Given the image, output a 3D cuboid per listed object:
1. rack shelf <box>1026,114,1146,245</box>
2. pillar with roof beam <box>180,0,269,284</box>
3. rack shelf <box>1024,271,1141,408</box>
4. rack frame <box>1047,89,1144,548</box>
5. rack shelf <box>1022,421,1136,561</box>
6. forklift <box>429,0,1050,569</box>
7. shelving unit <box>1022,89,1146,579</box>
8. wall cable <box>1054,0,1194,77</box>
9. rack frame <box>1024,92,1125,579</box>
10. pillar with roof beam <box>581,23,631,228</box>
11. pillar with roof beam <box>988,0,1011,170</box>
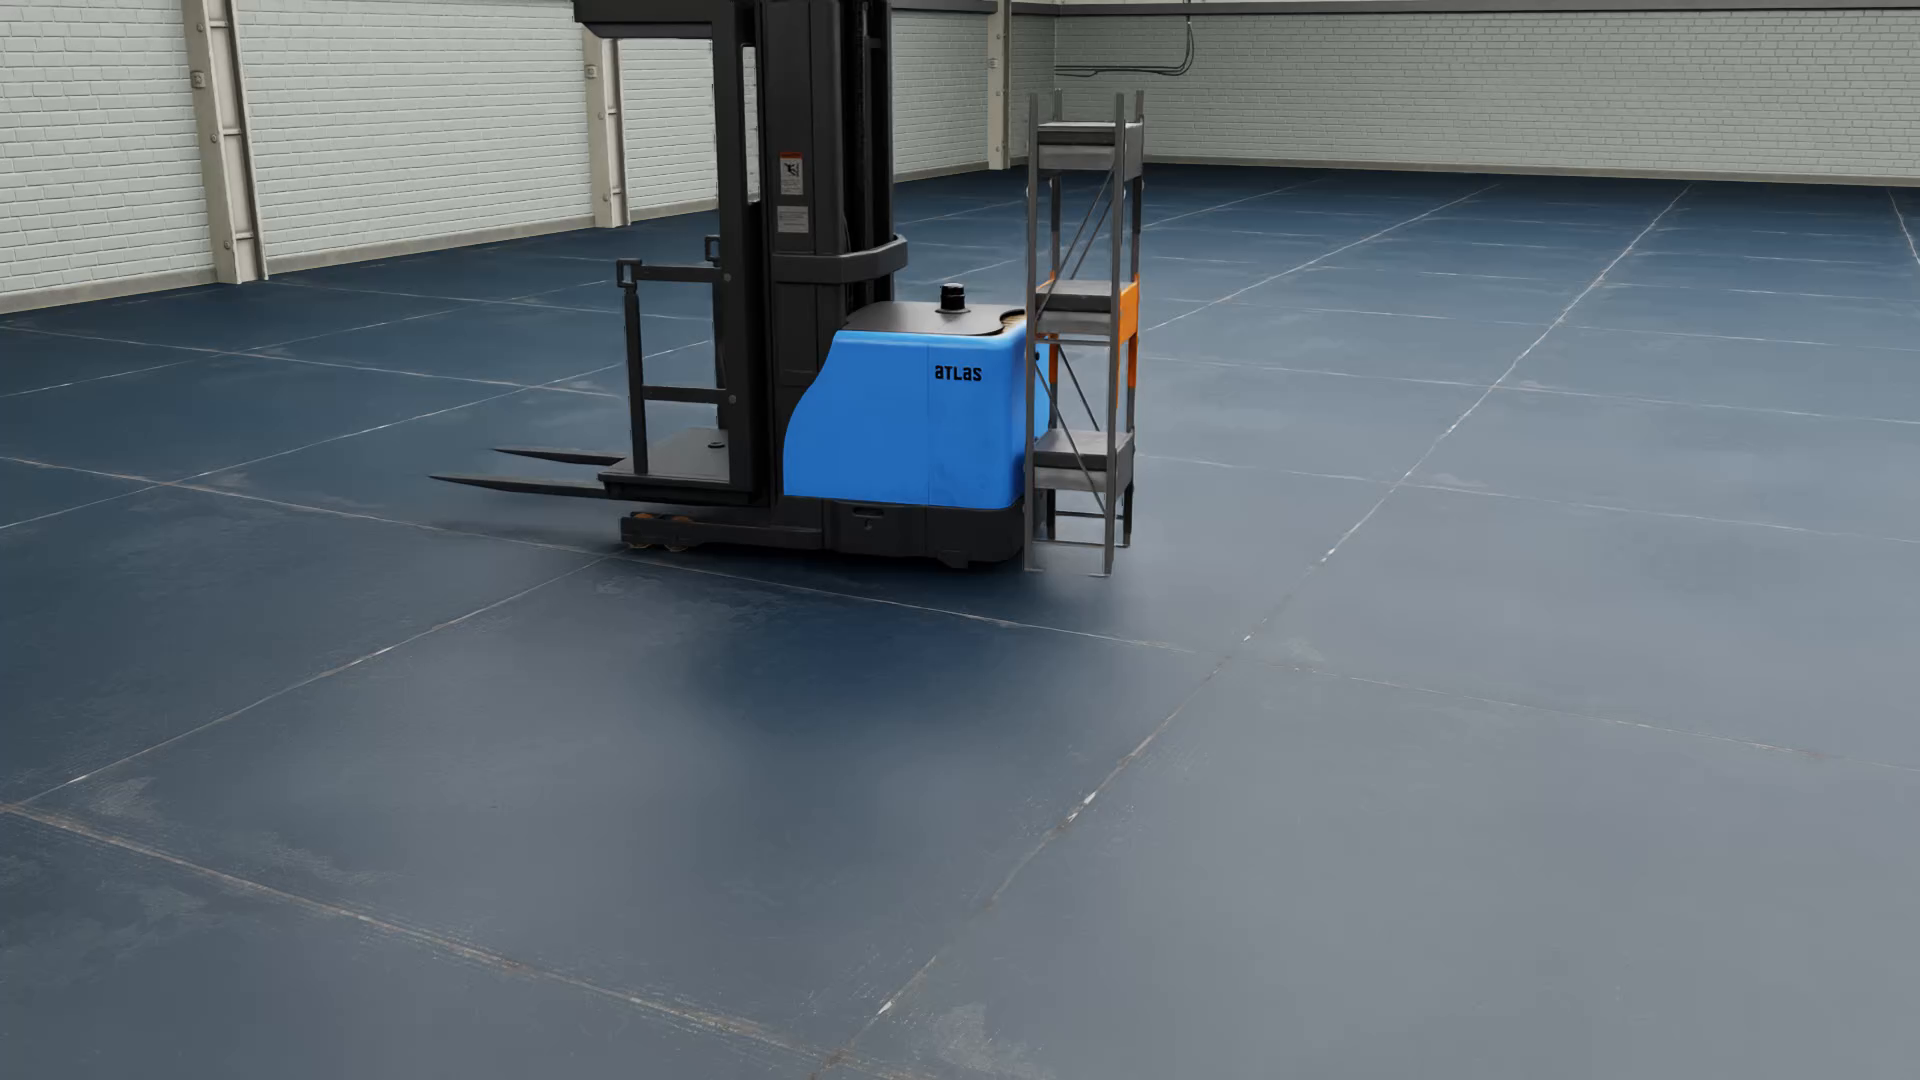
[{"bbox_3d":[0.550,-1.575,7.229,0.431,0.518,0.480,4,17,15],"label":"rack shelf"},{"bbox_3d":[-3.440,-6.402,13.775,9.100,9.000,0.400,8,18,25],"label":"pillar with roof beam"},{"bbox_3d":[0.550,-0.904,7.428,0.431,0.518,0.480,4,17,15],"label":"rack shelf"},{"bbox_3d":[0.615,-0.984,7.650,0.400,2.100,0.015,4,17,15],"label":"rack frame"},{"bbox_3d":[0.550,-0.233,7.628,0.431,0.518,0.480,4,17,15],"label":"rack shelf"},{"bbox_3d":[-1.110,-1.487,7.884,3.031,2.935,1.130,4,17,15],"label":"forklift"},{"bbox_3d":[0.550,-0.917,7.425,0.431,2.100,0.503,4,17,15],"label":"shelving unit"},{"bbox_3d":[3.251,-10.629,33.458,3.097,2.526,0.112,8,18,25],"label":"wall cable"},{"bbox_3d":[0.486,-0.850,7.199,0.400,2.100,0.015,4,17,15],"label":"rack frame"},{"bbox_3d":[-0.759,-7.931,18.920,9.100,9.000,0.400,8,18,25],"label":"pillar with roof beam"},{"bbox_3d":[4.603,-10.987,29.211,9.100,9.000,0.400,8,18,25],"label":"pillar with roof beam"}]
